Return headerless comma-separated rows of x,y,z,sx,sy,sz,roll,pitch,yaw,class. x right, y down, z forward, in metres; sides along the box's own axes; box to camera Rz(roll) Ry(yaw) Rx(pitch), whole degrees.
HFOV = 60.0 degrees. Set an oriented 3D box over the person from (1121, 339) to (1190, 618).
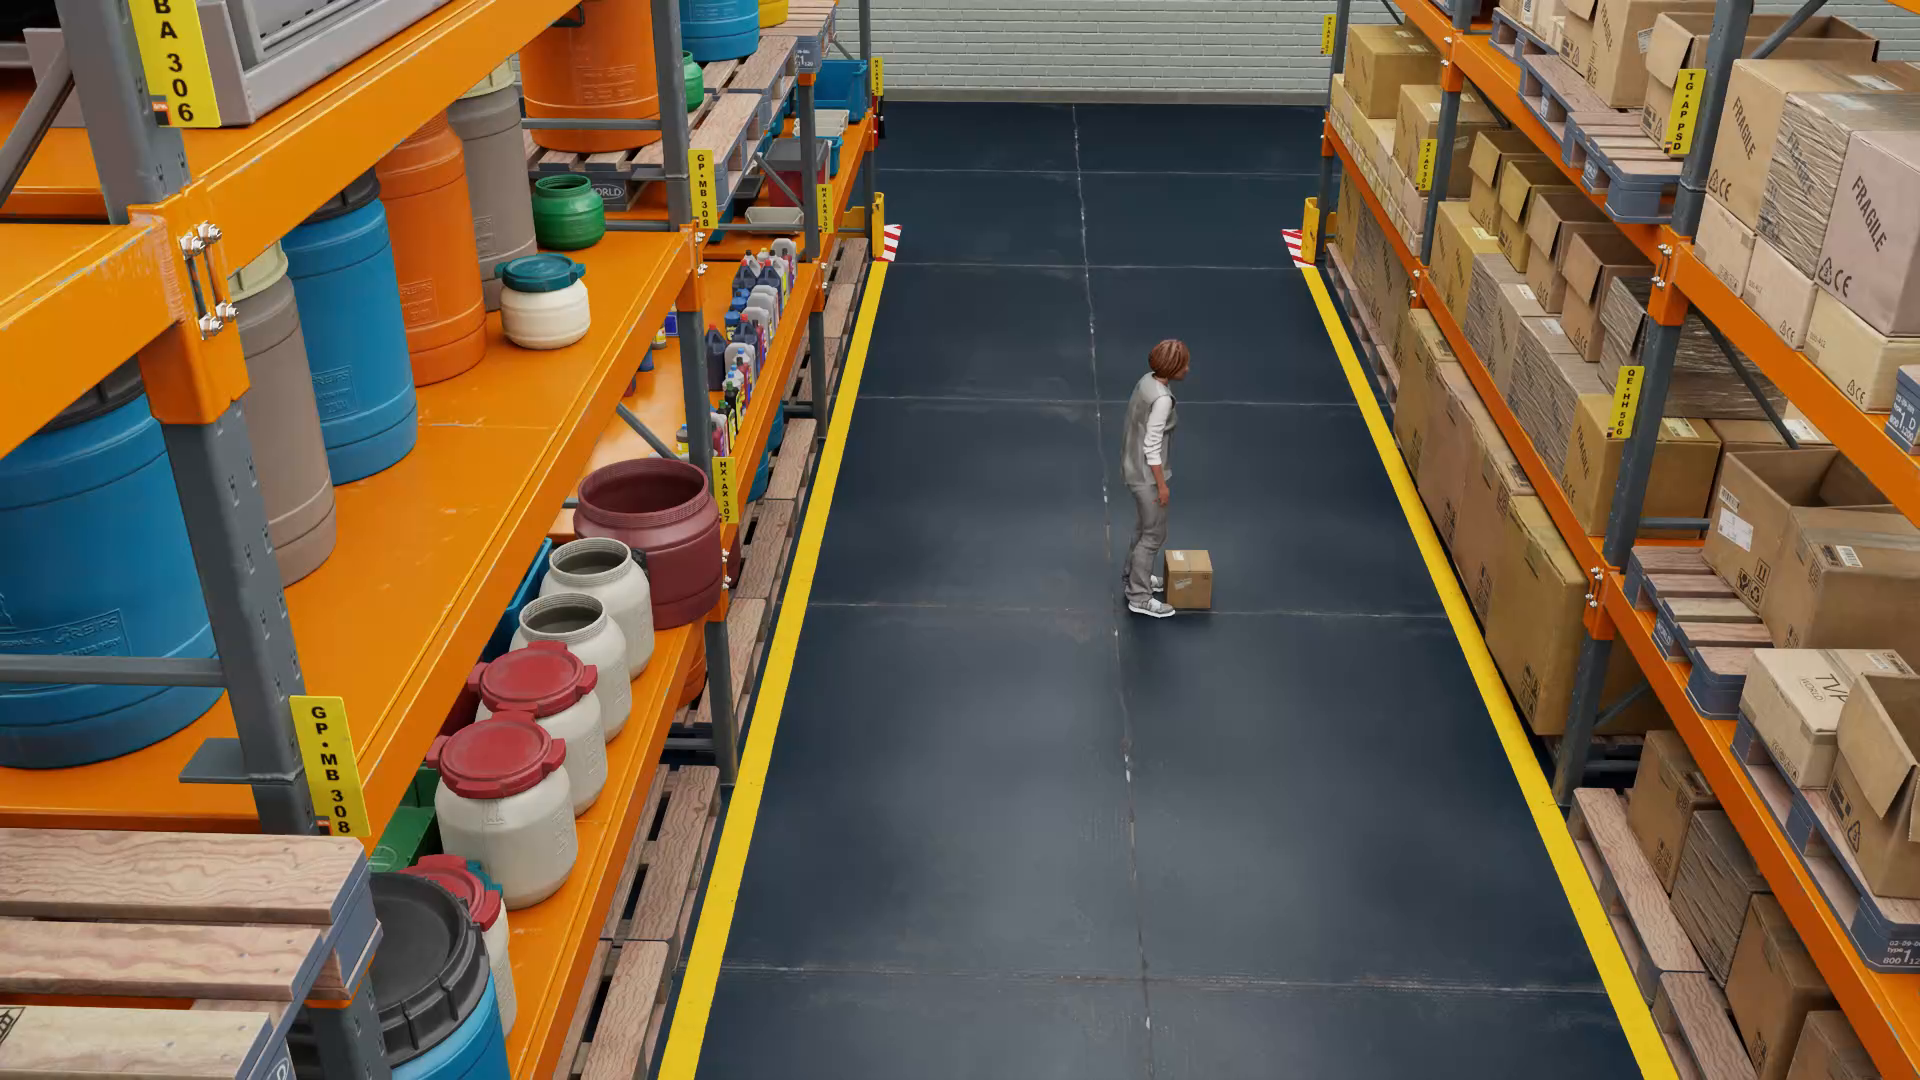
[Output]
1.074,-0.365,9.311,0.345,1.593,0.479,0,28,0,person
